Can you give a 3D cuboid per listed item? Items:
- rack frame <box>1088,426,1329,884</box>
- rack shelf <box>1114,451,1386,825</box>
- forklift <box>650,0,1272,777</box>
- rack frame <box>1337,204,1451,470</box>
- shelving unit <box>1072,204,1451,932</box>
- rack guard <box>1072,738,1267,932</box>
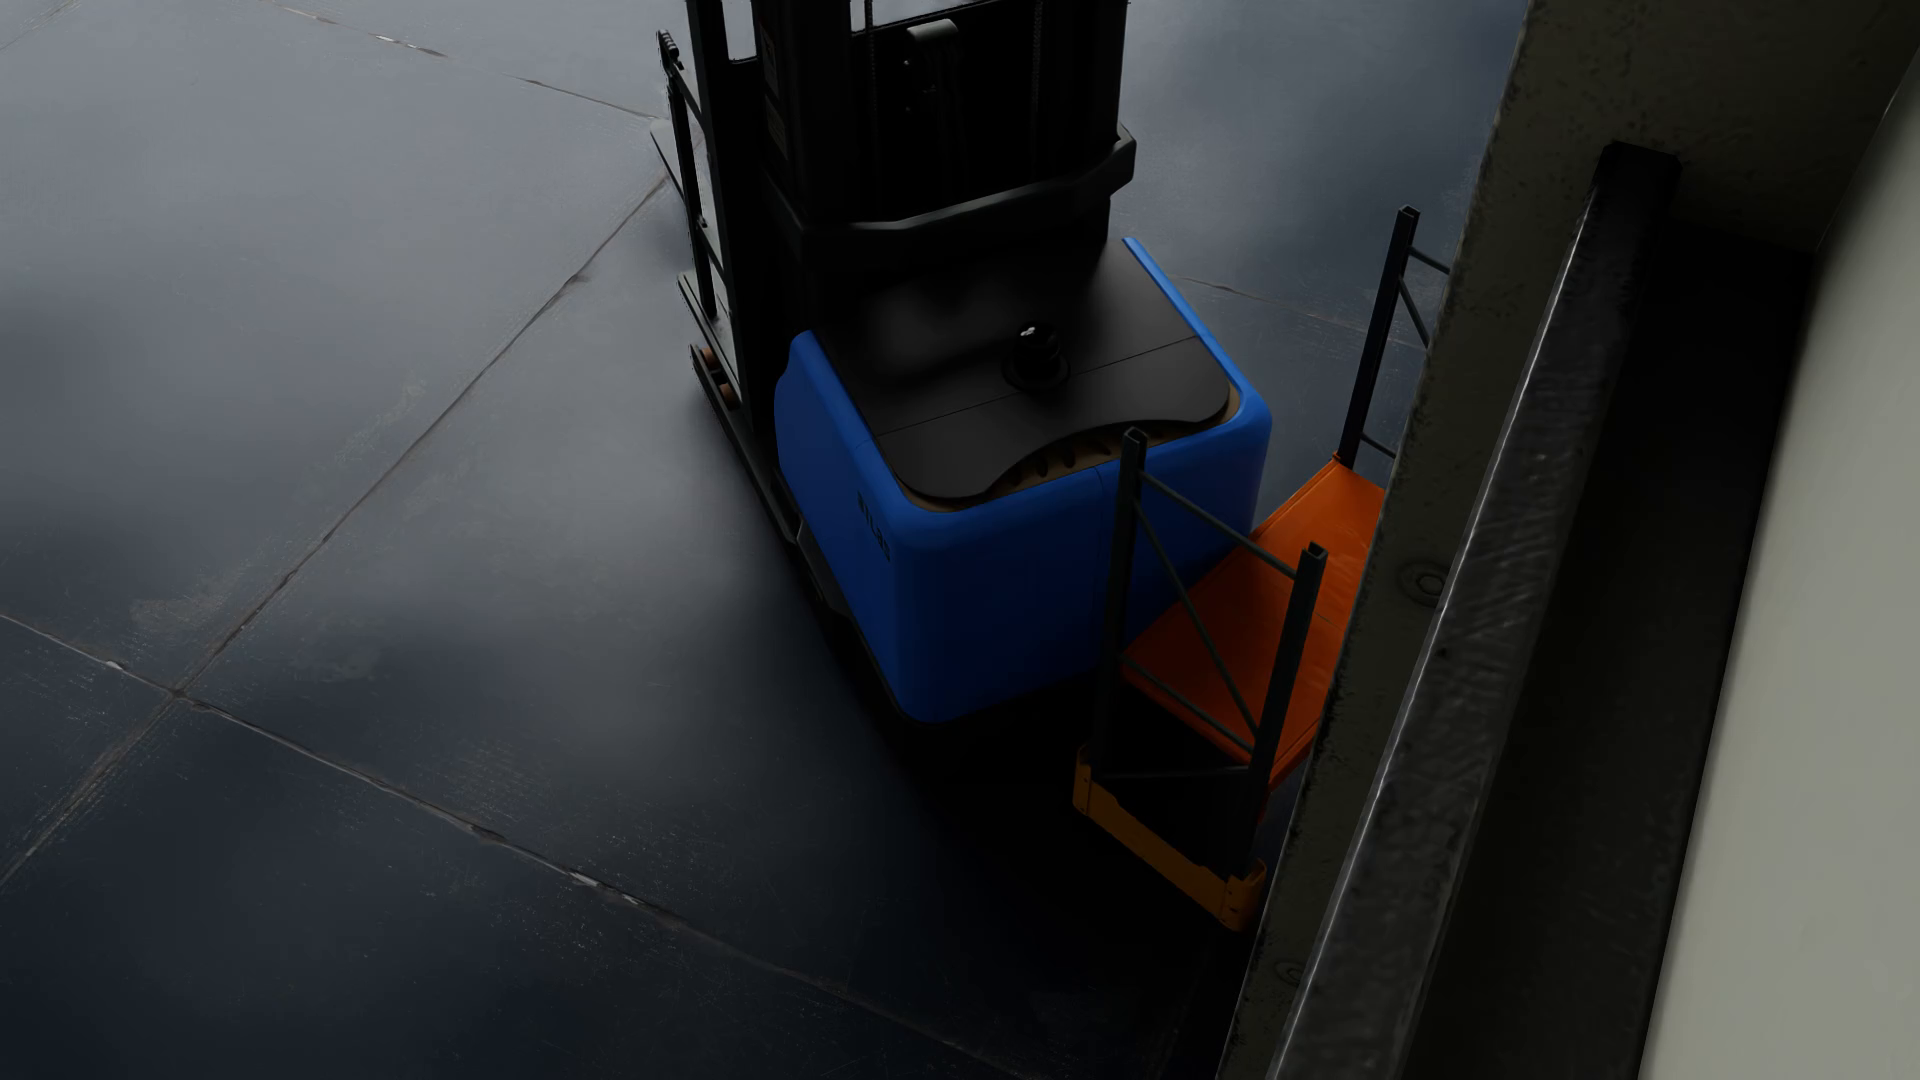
[{"bbox_3d":[0.532,0.386,3.936,0.500,1.500,0.032,36,58,27],"label":"rack frame"},{"bbox_3d":[0.882,0.222,4.312,0.538,0.185,1.000,36,58,27],"label":"rack shelf"},{"bbox_3d":[-0.258,-1.439,4.550,1.130,2.935,3.031,-18,52,-15],"label":"forklift"},{"bbox_3d":[1.232,-0.175,4.414,0.500,1.500,0.032,36,58,27],"label":"rack frame"},{"bbox_3d":[0.889,0.101,4.180,0.587,1.500,1.083,36,58,27],"label":"shelving unit"},{"bbox_3d":[0.546,0.781,4.422,0.587,0.250,0.087,36,58,27],"label":"rack guard"}]
